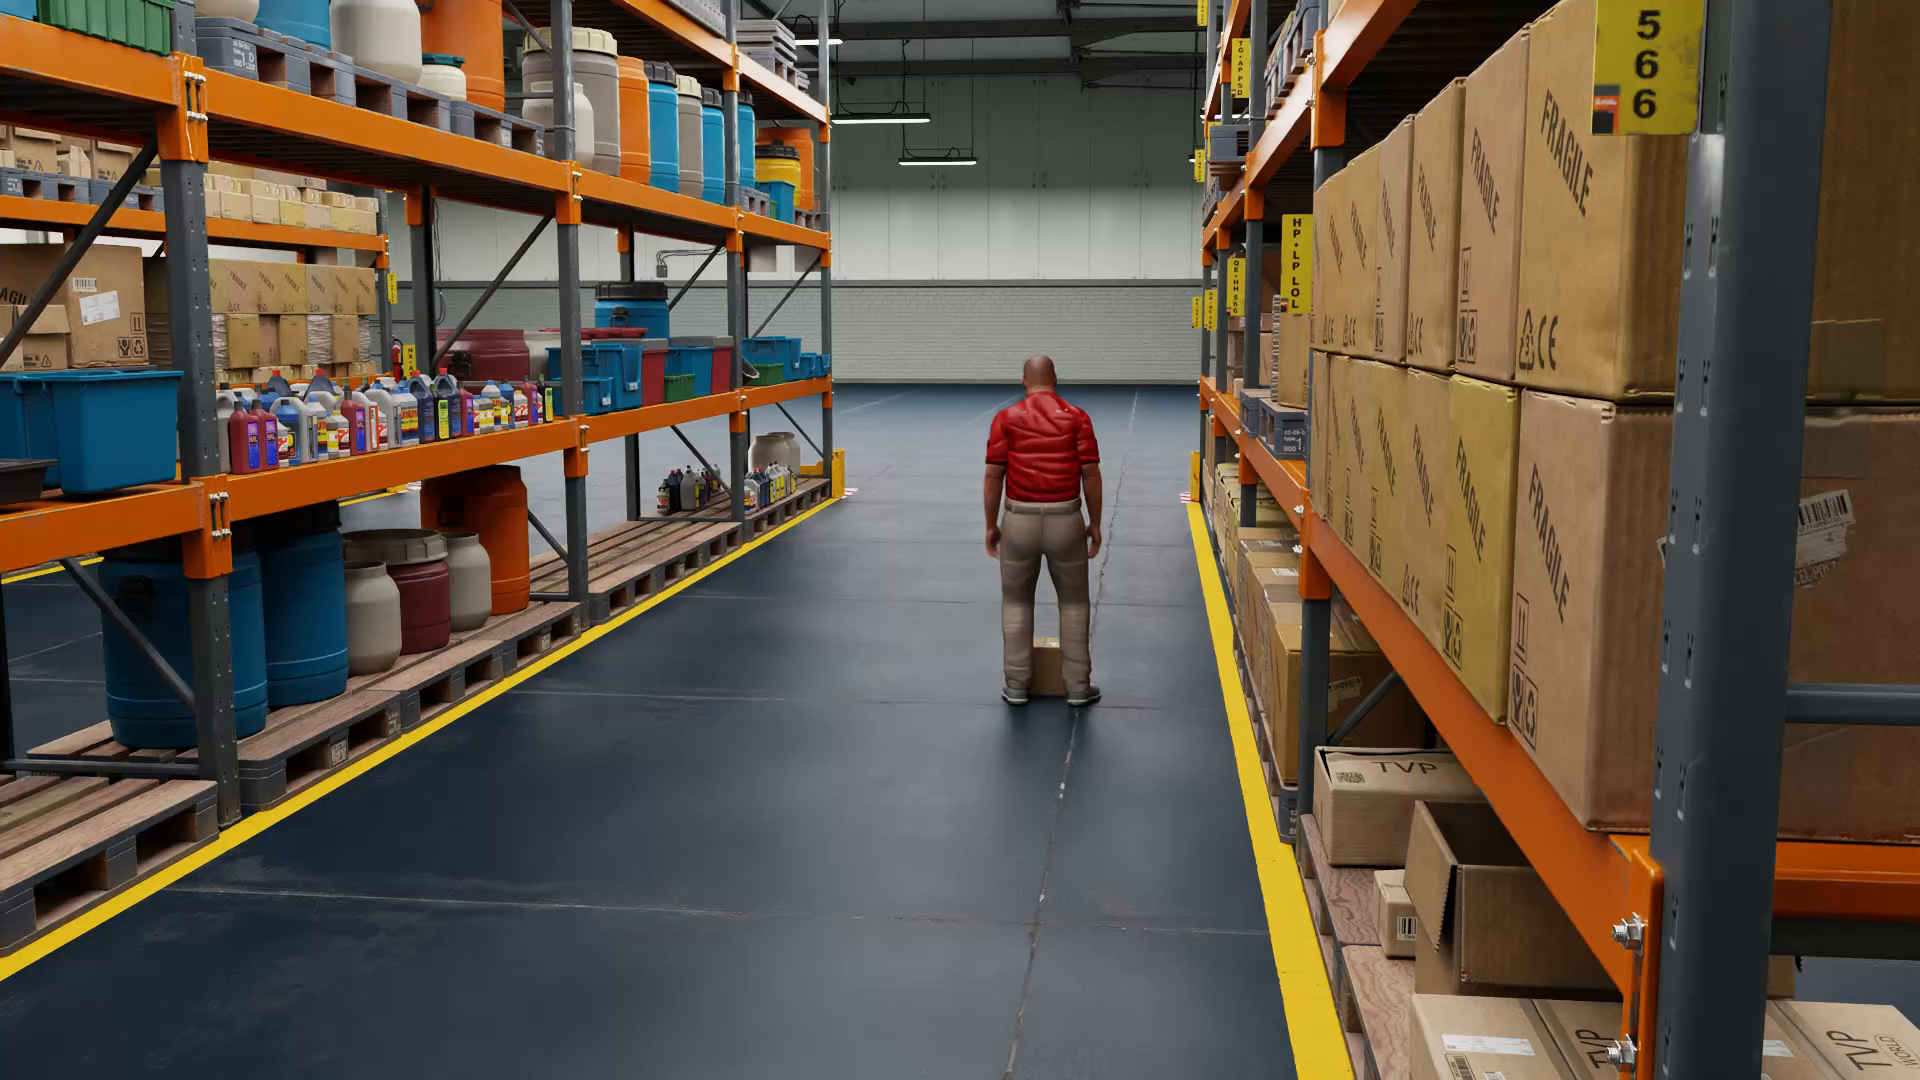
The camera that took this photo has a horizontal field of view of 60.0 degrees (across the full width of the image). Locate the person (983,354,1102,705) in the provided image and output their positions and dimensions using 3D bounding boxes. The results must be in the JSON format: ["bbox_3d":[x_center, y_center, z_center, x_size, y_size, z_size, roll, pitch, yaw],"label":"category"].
[{"bbox_3d":[0.412,-0.048,8.211,0.590,1.725,0.393,1,8,4],"label":"person"}]
